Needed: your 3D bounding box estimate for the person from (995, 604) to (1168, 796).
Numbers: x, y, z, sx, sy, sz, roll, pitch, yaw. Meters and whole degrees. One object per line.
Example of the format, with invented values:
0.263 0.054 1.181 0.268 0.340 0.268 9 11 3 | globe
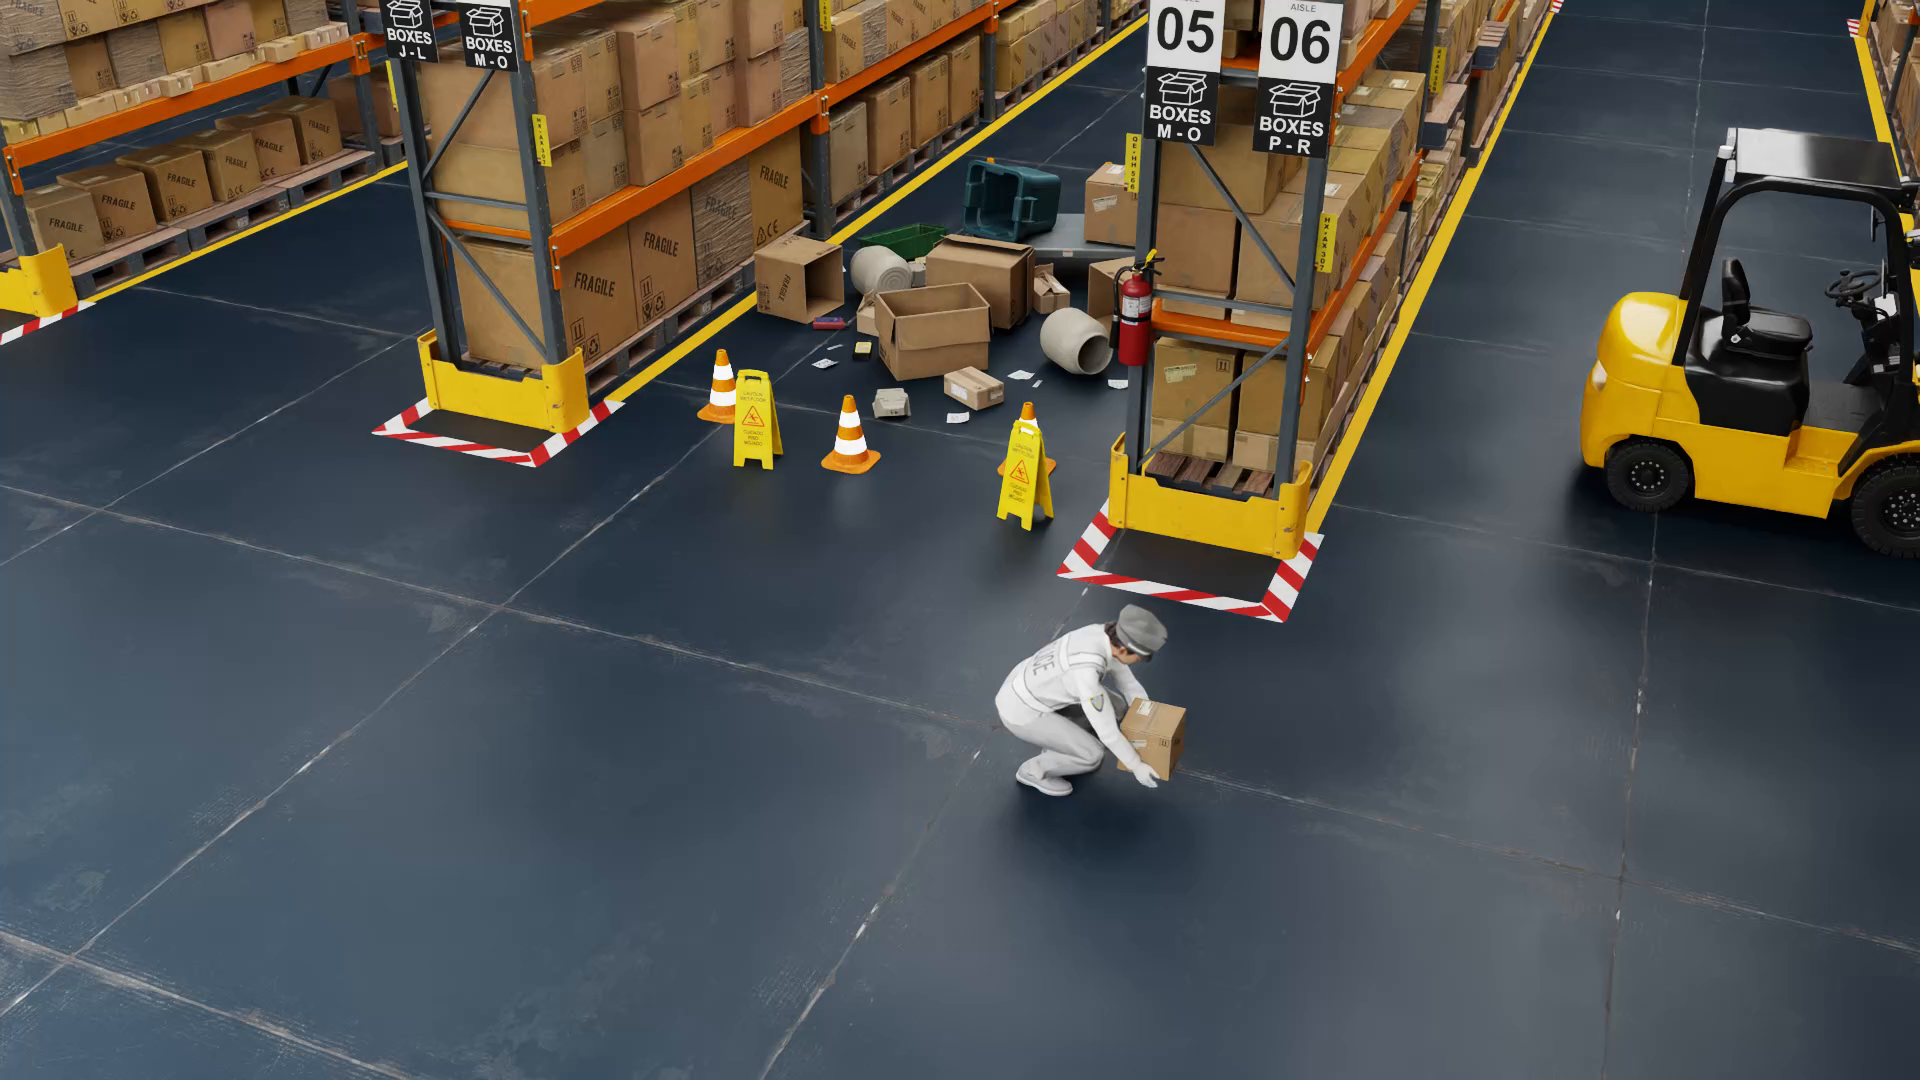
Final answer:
0.592 0.738 7.817 0.837 0.971 0.470 11 32 18 | person
